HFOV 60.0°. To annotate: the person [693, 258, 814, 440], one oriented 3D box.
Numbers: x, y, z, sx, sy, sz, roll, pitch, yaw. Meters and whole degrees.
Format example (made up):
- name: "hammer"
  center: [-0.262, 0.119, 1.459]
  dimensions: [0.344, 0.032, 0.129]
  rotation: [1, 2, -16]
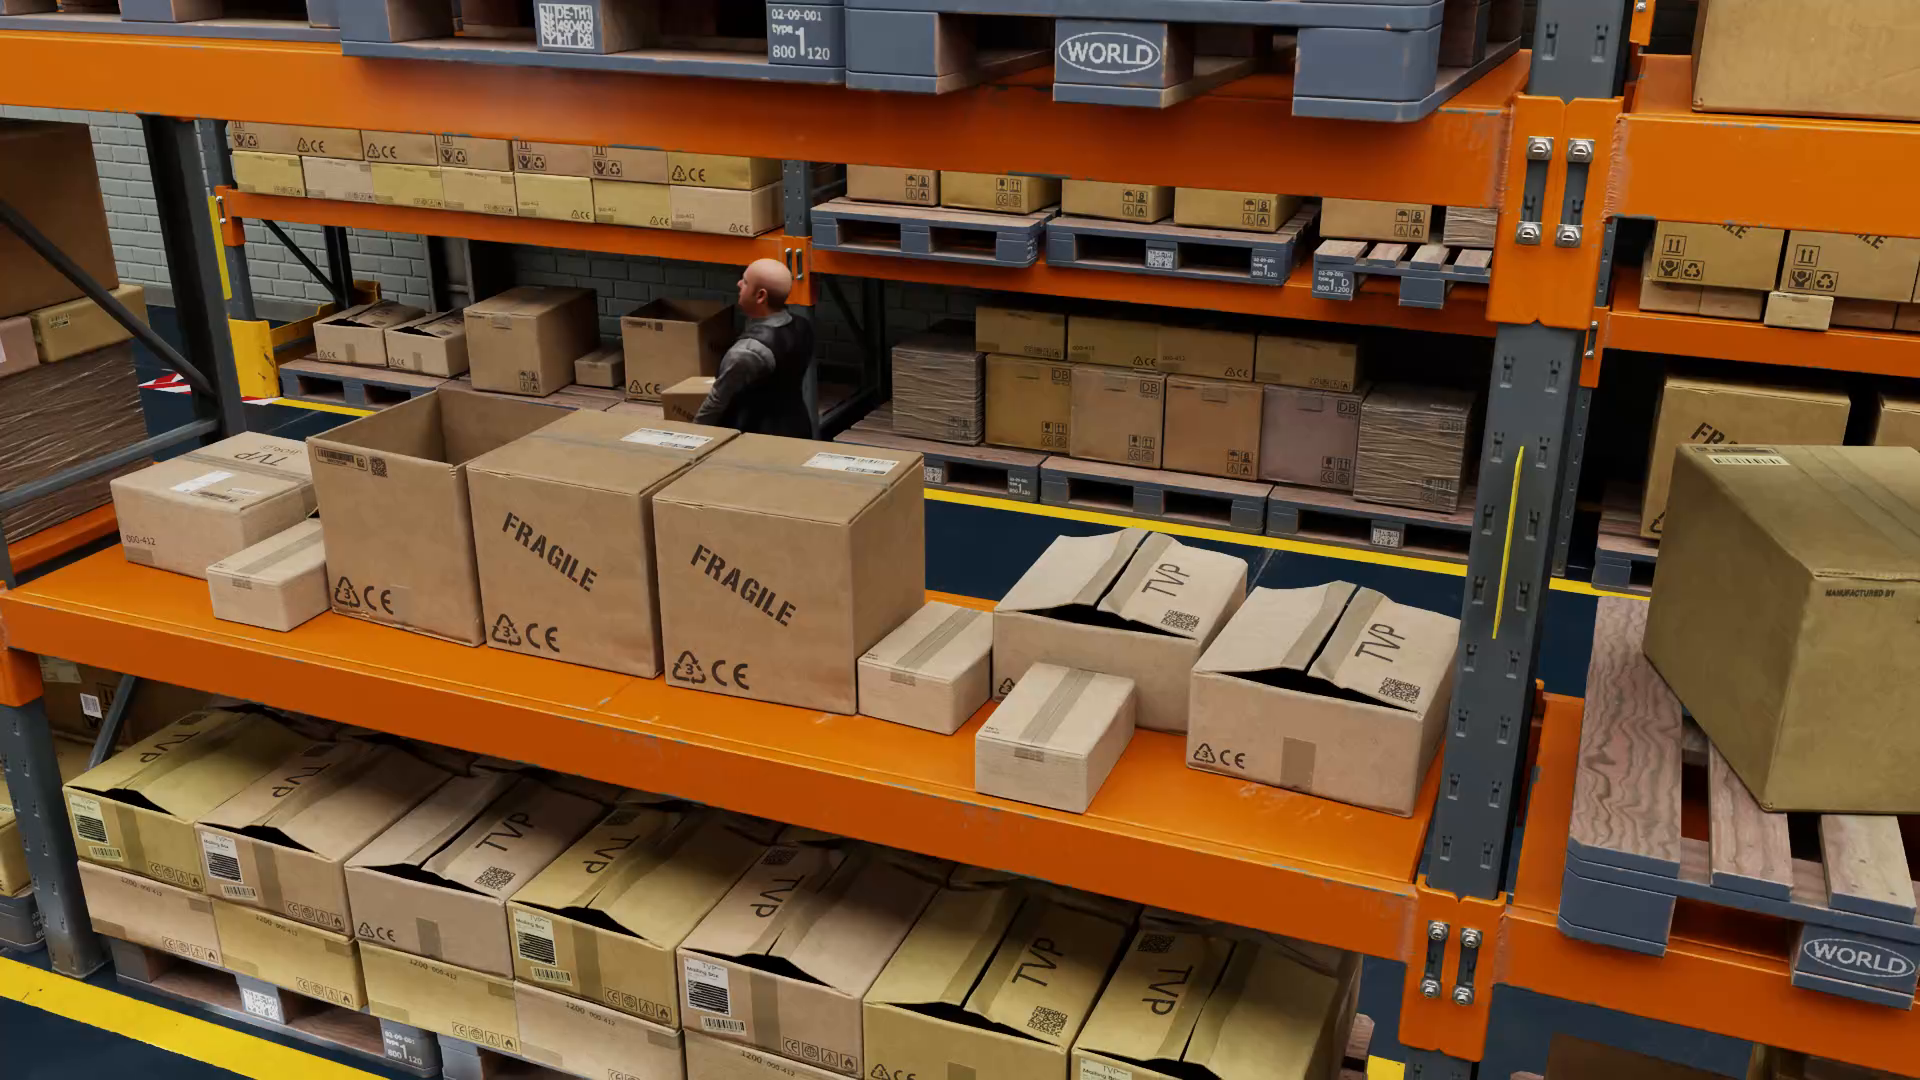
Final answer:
- name: "person"
  center: [-0.905, -0.347, 6.988]
  dimensions: [0.551, 1.711, 0.494]
  rotation: [9, 24, 20]
